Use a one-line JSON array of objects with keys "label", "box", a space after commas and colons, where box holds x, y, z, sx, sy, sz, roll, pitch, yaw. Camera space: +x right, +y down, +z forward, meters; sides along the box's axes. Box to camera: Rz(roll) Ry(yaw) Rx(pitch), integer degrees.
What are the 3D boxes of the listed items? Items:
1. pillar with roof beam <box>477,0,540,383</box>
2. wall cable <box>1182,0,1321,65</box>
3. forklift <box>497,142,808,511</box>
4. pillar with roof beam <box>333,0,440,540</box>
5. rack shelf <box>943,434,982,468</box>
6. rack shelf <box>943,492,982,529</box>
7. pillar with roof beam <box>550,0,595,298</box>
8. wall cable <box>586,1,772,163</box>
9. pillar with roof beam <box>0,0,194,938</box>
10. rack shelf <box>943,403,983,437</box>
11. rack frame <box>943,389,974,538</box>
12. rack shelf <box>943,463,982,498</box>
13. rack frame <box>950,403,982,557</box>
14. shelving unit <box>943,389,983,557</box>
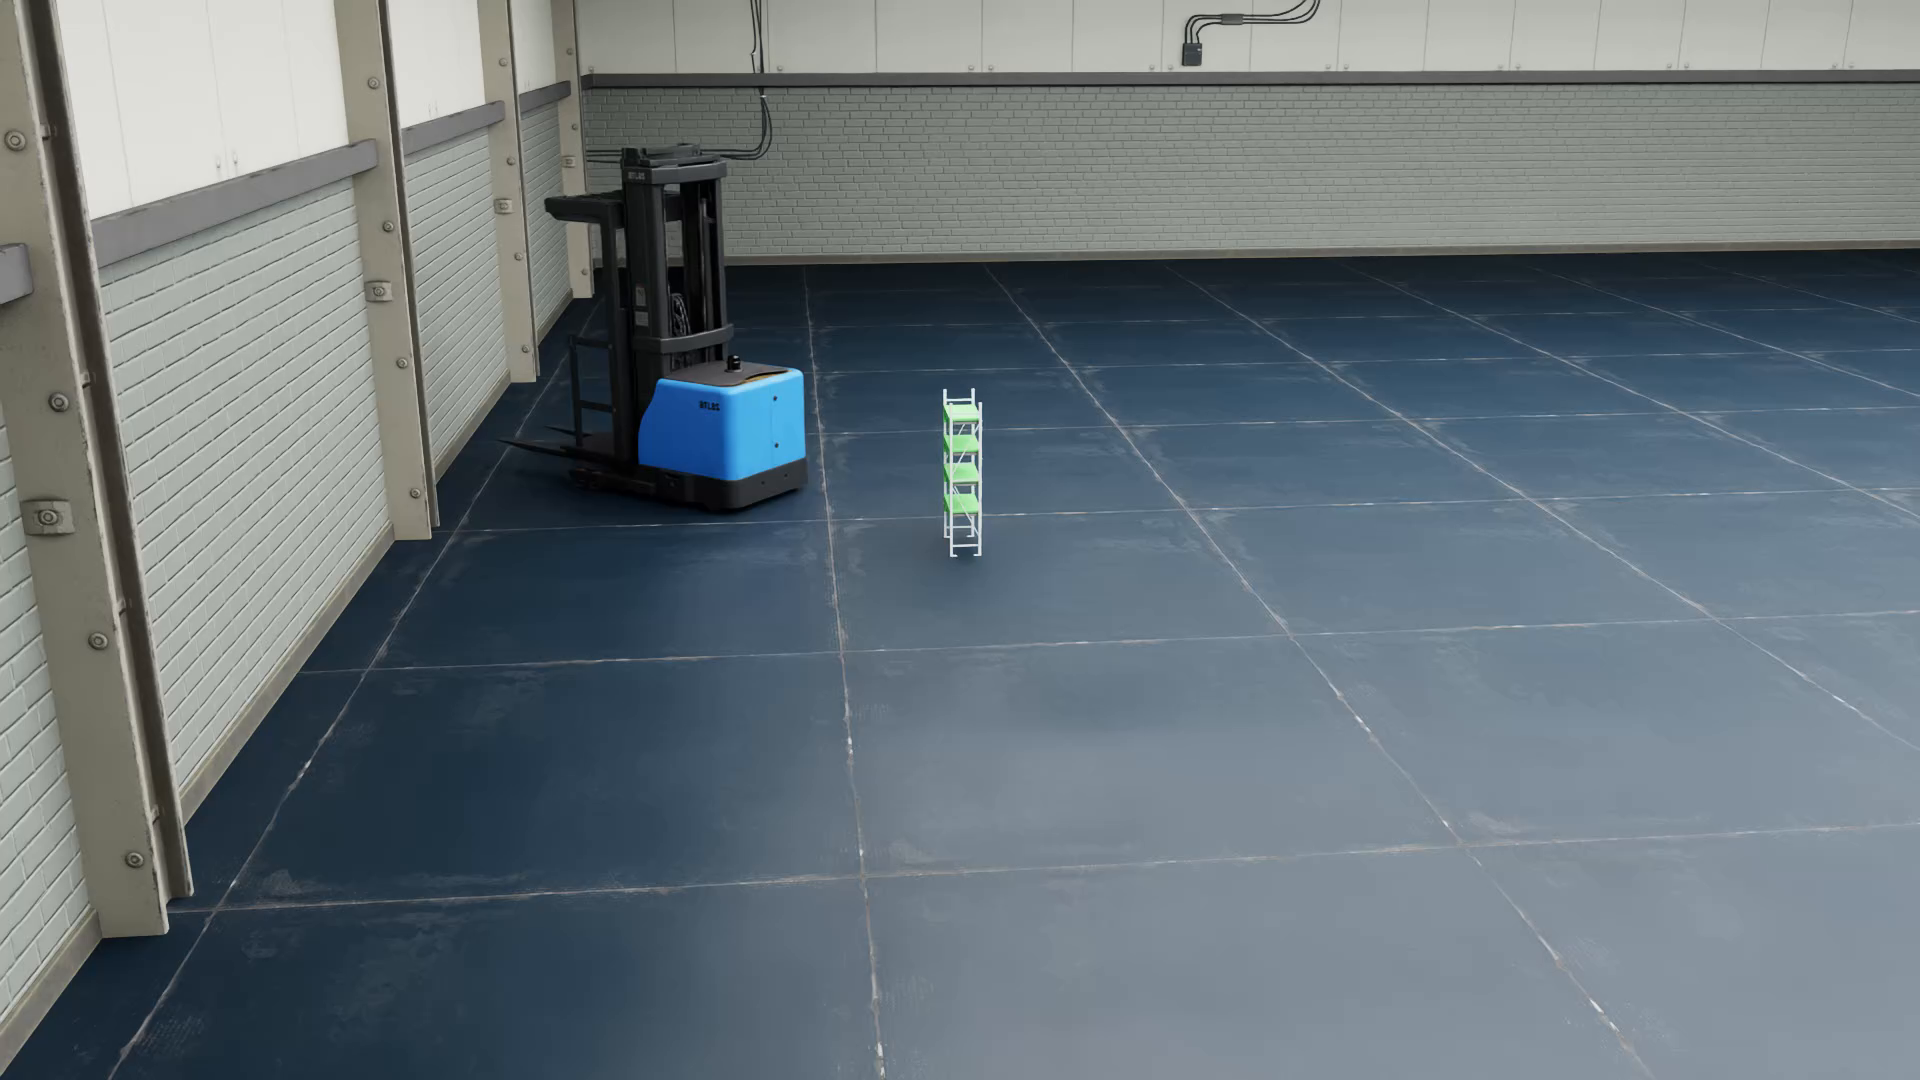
[{"label": "pillar with roof beam", "box": [-0.716, -6.275, 18.142, 9.100, 9.000, 0.400, -2, 18, -6]}, {"label": "wall cable", "box": [4.839, -10.760, 26.748, 2.305, 6.003, 0.169, -2, 18, -6]}, {"label": "forklift", "box": [-2.843, -1.955, 14.512, 3.031, 2.935, 1.130, 11, 21, 31]}, {"label": "pillar with roof beam", "box": [-0.098, -4.488, 12.448, 9.100, 9.000, 0.400, -2, 18, -6]}, {"label": "rack shelf", "box": [0.017, -0.691, 12.788, 0.258, 0.148, 0.480, -2, 18, -6]}, {"label": "rack shelf", "box": [0.017, -0.233, 12.931, 0.258, 0.148, 0.480, -2, 18, -6]}, {"label": "pillar with roof beam", "box": [-1.335, -8.063, 23.836, 9.100, 9.000, 0.400, -2, 18, -6]}, {"label": "wall cable", "box": [-4.606, -7.367, 26.803, 3.097, 2.526, 0.112, -2, 18, -6]}, {"label": "pillar with roof beam", "box": [0.521, -2.700, 6.754, 9.100, 9.000, 0.400, -2, 18, -6]}, {"label": "rack shelf", "box": [0.017, -0.920, 12.716, 0.258, 0.148, 0.480, -2, 18, -6]}, {"label": "rack frame", "box": [-0.008, -0.596, 13.072, 0.240, 1.200, 0.015, -2, 18, -6]}, {"label": "rack shelf", "box": [0.017, -0.462, 12.859, 0.258, 0.148, 0.480, -2, 18, -6]}, {"label": "rack frame", "box": [0.042, -0.450, 12.609, 0.240, 1.200, 0.015, -2, 18, -6]}, {"label": "shelving unit", "box": [0.017, -0.523, 12.840, 0.258, 1.200, 0.503, -2, 18, -6]}]
